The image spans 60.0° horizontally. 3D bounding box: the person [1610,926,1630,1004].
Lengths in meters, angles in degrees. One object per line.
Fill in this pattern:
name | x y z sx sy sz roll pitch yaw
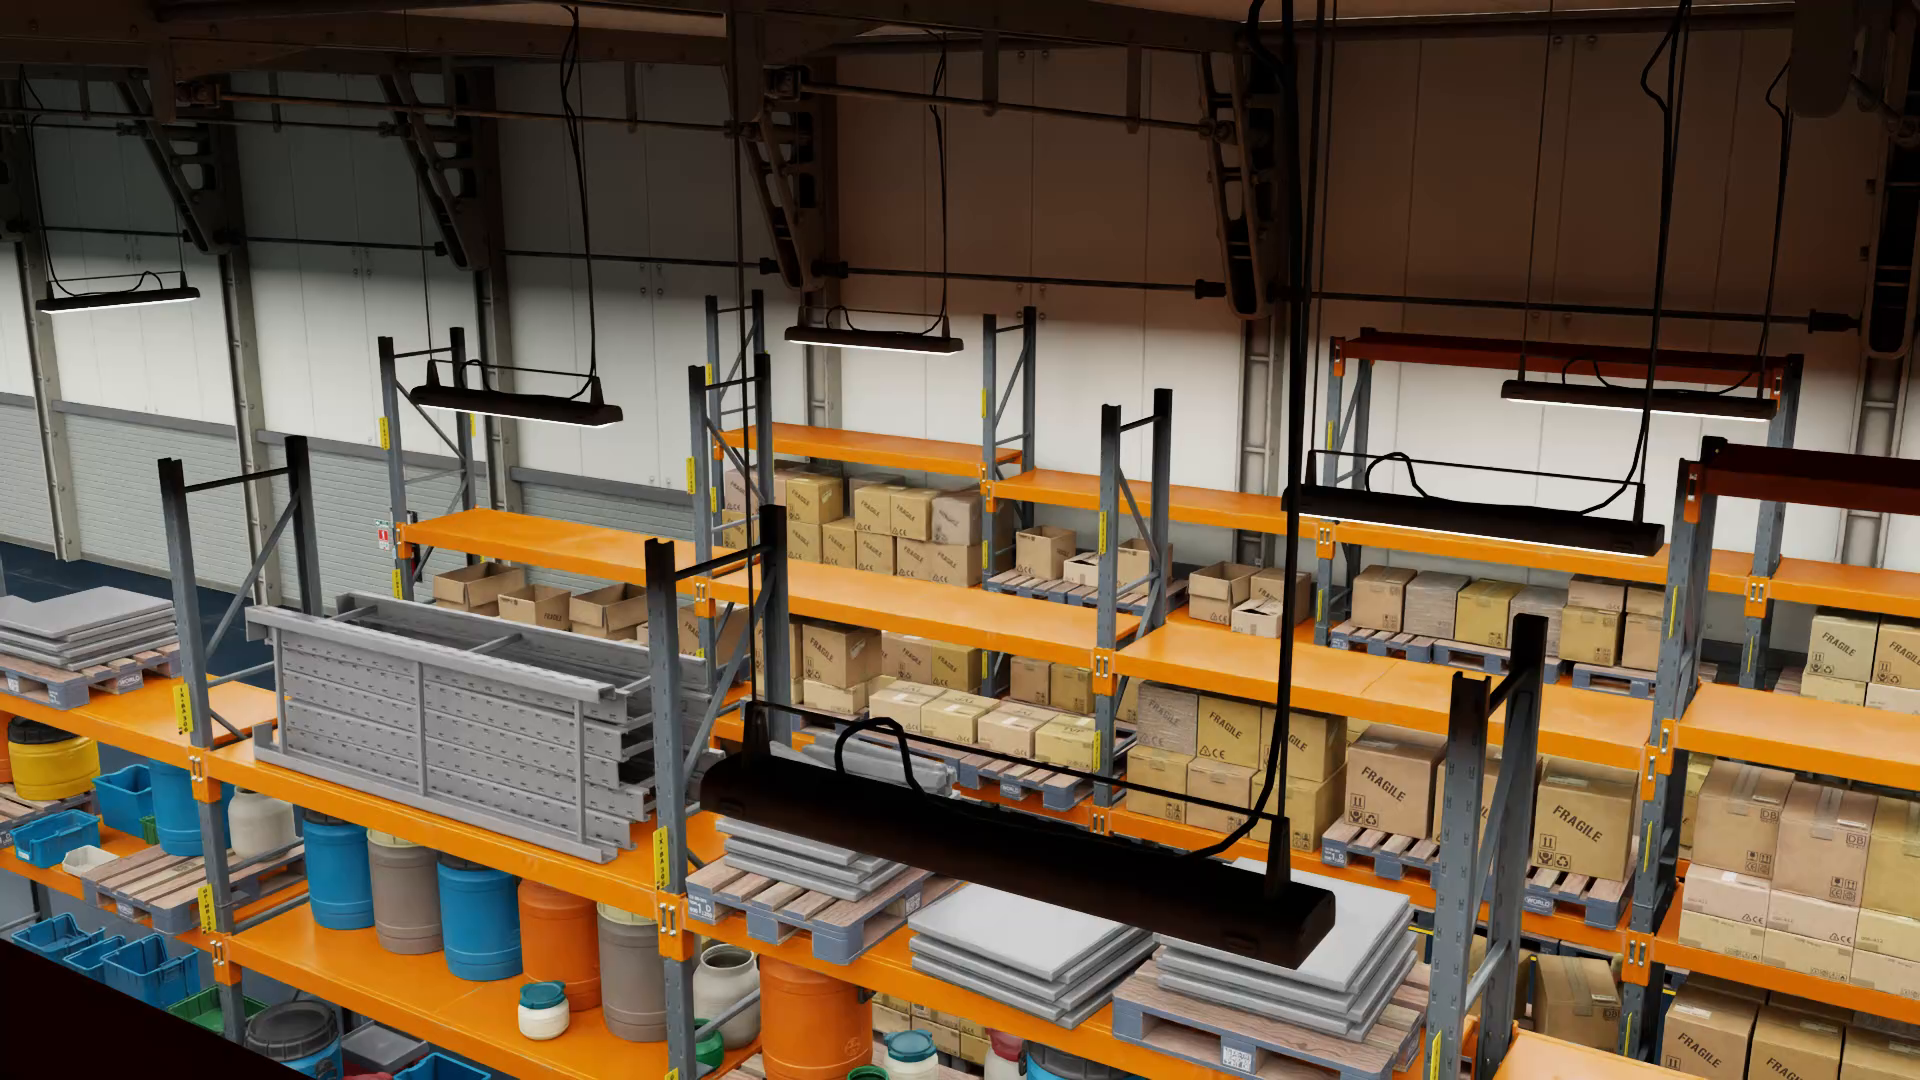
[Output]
person | 5.604 3.902 14.035 0.486 1.644 0.516 -5 15 -19
